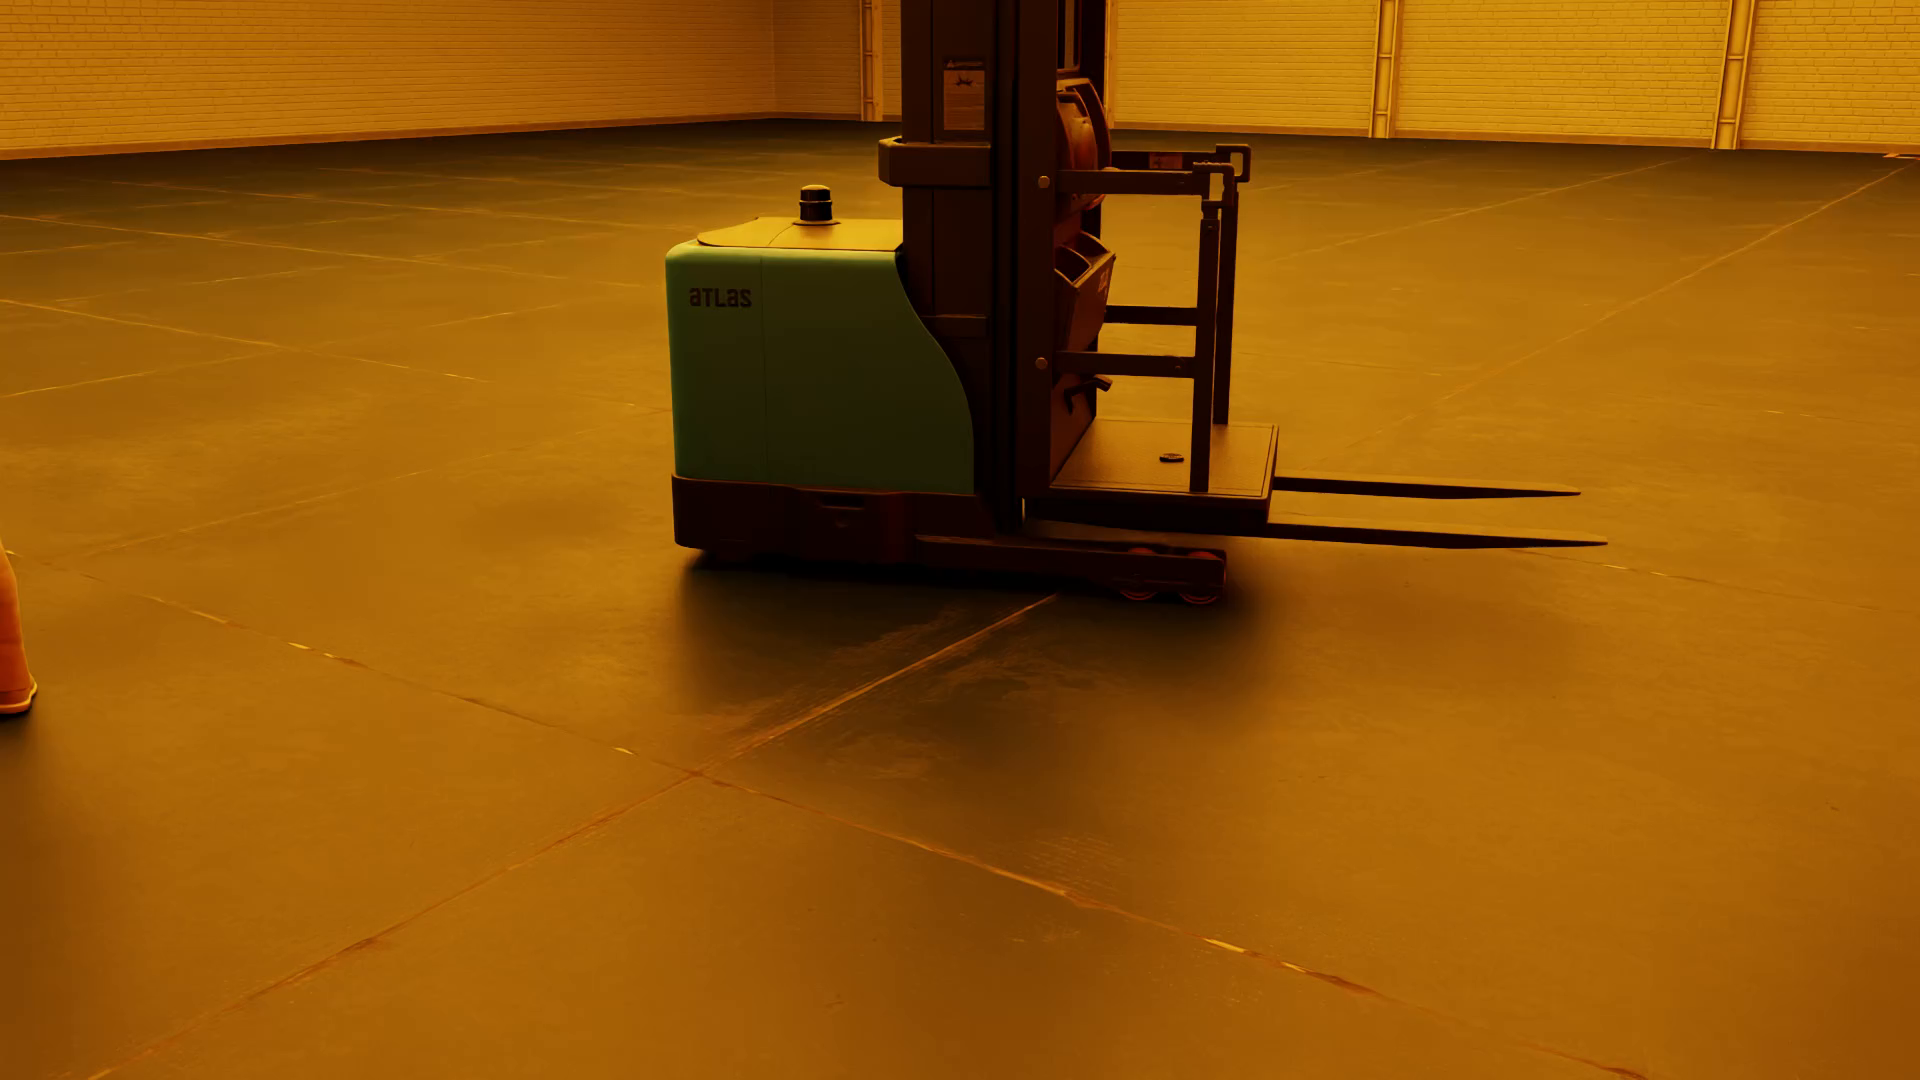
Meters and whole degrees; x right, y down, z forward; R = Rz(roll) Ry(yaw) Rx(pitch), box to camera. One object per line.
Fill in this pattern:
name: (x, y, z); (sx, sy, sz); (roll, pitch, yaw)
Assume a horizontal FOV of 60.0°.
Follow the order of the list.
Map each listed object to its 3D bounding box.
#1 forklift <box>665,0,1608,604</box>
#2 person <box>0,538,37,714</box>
forklift: (0.595, -1.367, 5.404); (3.031, 2.935, 1.130); (4, 17, 12)
person: (-2.660, -0.341, 4.147); (0.446, 1.692, 0.339); (-14, 22, -39)
